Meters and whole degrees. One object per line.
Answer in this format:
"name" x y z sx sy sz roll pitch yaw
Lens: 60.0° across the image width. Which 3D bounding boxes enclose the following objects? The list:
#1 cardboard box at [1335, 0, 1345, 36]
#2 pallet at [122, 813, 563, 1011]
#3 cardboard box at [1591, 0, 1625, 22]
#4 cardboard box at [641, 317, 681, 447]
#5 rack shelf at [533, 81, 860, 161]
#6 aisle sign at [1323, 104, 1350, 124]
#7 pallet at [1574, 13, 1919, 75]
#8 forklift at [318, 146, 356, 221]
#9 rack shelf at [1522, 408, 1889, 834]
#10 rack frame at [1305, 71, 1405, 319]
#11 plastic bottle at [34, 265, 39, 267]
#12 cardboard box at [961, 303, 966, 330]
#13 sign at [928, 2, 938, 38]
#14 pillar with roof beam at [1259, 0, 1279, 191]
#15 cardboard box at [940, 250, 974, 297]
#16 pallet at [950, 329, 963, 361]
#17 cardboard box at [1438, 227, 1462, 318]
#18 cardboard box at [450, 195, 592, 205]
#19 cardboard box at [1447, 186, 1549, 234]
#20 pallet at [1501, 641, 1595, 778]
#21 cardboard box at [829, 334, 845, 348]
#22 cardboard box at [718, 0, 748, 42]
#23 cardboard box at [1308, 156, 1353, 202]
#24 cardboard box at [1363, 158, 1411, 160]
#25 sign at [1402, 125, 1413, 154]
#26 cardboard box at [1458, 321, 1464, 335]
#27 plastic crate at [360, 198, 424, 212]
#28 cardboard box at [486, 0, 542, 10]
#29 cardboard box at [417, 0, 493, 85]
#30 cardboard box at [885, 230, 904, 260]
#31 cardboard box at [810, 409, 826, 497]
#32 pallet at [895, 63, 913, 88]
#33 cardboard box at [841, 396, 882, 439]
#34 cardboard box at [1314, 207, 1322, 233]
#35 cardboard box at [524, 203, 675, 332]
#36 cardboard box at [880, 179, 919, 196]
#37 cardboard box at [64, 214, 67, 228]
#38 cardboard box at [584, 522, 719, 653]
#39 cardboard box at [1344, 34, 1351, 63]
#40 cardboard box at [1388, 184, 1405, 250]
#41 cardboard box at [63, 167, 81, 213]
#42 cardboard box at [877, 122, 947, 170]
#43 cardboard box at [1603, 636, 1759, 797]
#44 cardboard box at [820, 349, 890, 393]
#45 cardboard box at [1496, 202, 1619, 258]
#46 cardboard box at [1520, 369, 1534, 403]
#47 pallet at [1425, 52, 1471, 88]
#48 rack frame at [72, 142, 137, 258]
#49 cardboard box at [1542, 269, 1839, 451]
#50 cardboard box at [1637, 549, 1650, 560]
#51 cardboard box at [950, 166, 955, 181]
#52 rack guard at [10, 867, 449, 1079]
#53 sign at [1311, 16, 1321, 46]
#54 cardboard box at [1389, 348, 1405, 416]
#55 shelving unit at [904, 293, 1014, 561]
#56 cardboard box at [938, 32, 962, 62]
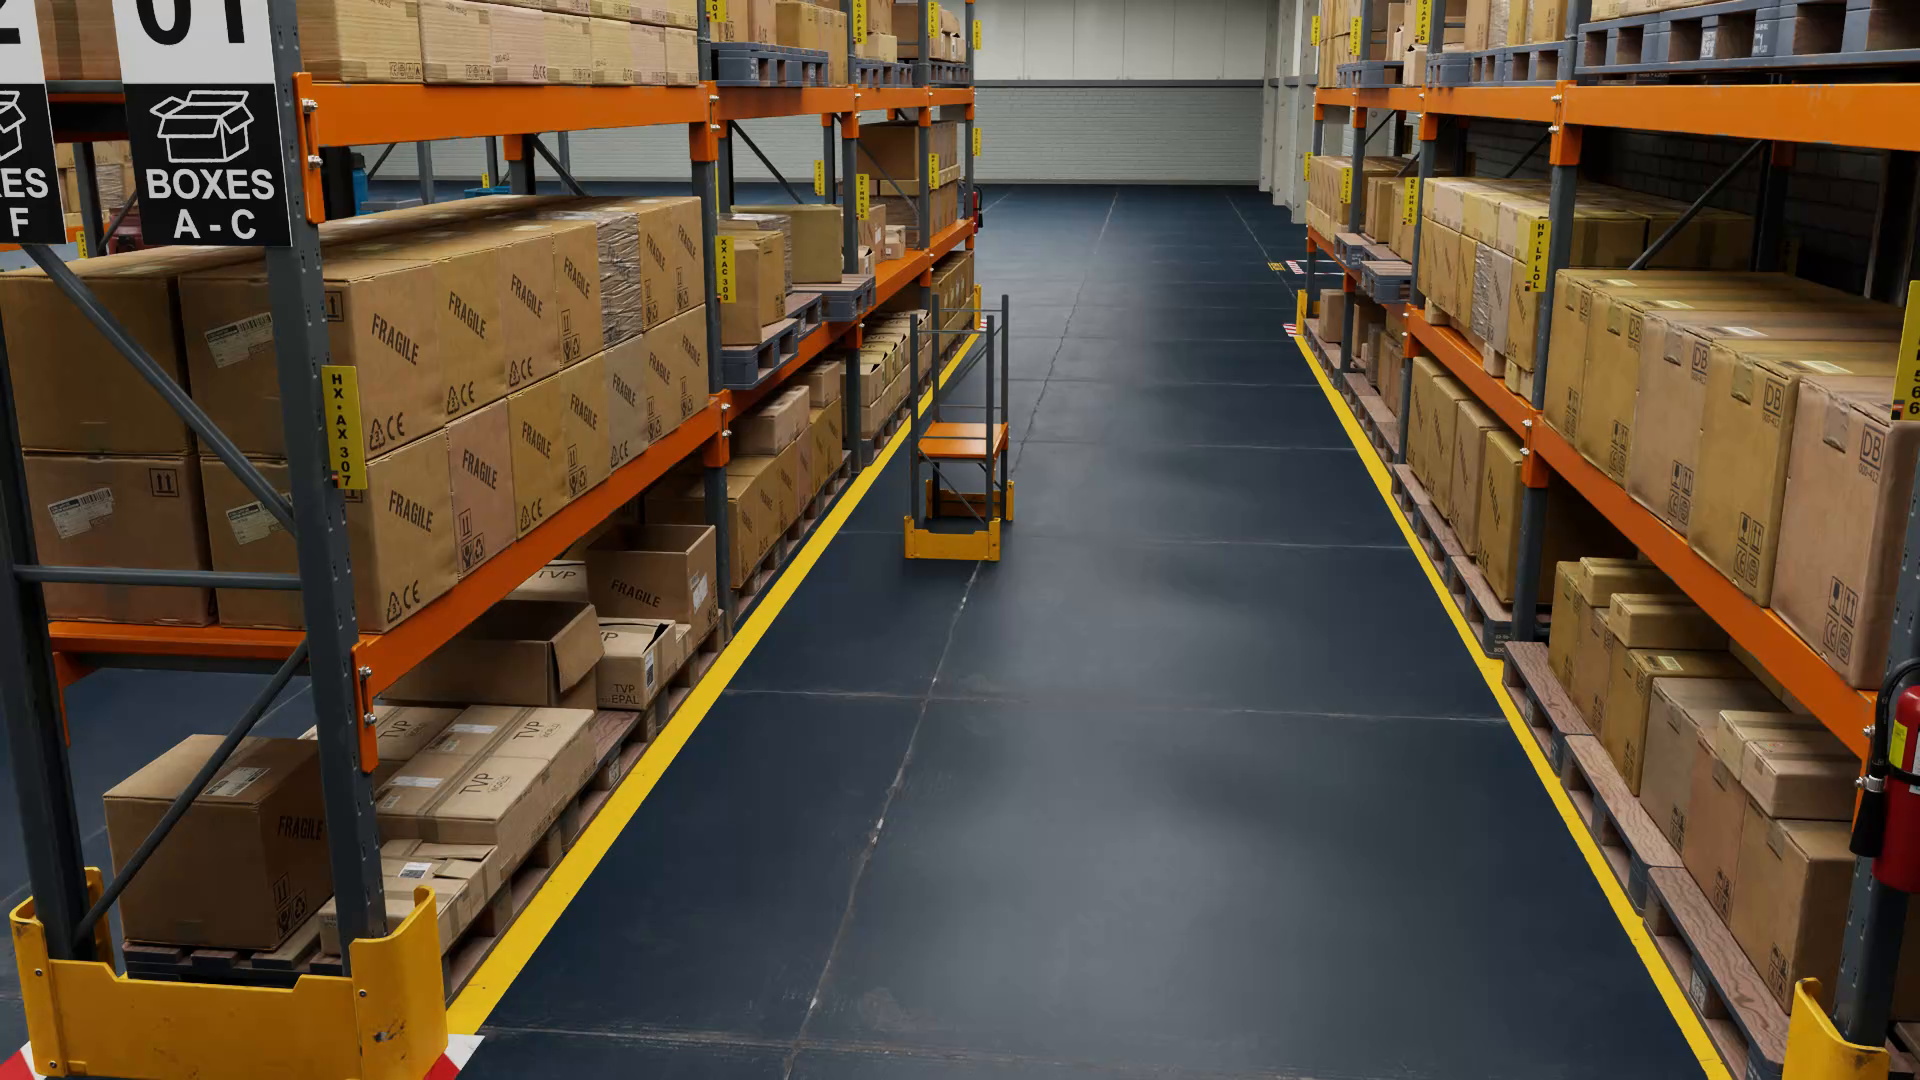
"cardboard box" 4.015 -5.262 16.483 0.500 0.500 0.500 1 15 4
"pallet" -2.050 1.230 5.709 1.003 0.211 1.213 2 15 6
"cardboard box" 2.886 -2.237 6.734 0.500 0.250 0.500 2 15 6
"cardboard box" -1.555 -0.704 7.329 0.500 0.500 0.500 2 15 8
"rack shelf" -1.471 -2.547 9.965 1.077 0.370 4.000 2 15 6
"aisle sign" 4.290 -5.177 19.081 0.394 0.787 0.004 2 15 6
"pallet" 3.123 -1.976 6.645 1.003 0.211 1.213 2 15 6
"forklift" -4.518 -1.574 10.868 1.130 2.935 3.031 -8 17 -29
"rack shelf" 3.000 0.084 5.984 1.077 0.370 4.000 2 15 6
"rack frame" 4.580 -3.895 19.318 1.000 3.000 0.127 2 15 6
"plastic bottle" -6.589 -1.829 11.917 0.152 0.276 0.135 2 15 6
"cardboard box" -0.209 -2.507 18.651 0.500 0.250 0.500 2 15 6
"sign" -0.254 -4.838 15.468 0.100 0.325 0.005 2 15 6
"pillar with roof beam" 4.468 -14.491 47.014 9.100 9.000 0.400 2 15 6
"cardboard box" -0.108 -3.129 19.514 0.500 0.500 0.500 2 15 6
"pallet" -0.528 -2.178 18.313 1.003 0.211 1.213 2 15 6
"cardboard box" 3.243 -1.639 10.175 0.500 0.500 0.500 2 15 6
"cardboard box" -2.029 -1.344 7.780 0.500 0.500 0.500 2 15 8
"cardboard box" 3.257 -2.004 10.090 0.500 0.250 0.500 2 15 7
"pallet" 3.062 0.759 7.452 1.003 0.211 1.213 2 15 6
"cardboard box" -1.260 -1.650 14.405 0.500 0.311 0.500 2 15 8
"cardboard box" -1.514 -2.977 8.991 0.600 0.600 0.600 2 15 6
"cardboard box" 4.227 -4.079 18.812 0.500 0.500 0.500 2 15 6
"cardboard box" 4.671 -3.935 18.280 0.500 0.500 0.500 2 15 7
"sign" 5.129 -4.584 19.046 0.100 0.325 0.005 2 15 6
"cardboard box" 3.332 -1.362 10.394 0.380 0.149 0.250 2 15 7
"plastic crate" -5.466 -3.045 16.055 0.402 0.464 0.583 2 15 6
"cardboard box" -1.718 -1.892 5.494 0.500 0.250 0.500 2 15 6
"cardboard box" -1.768 -1.520 5.079 0.500 0.250 0.500 2 15 6
"cardboard box" -0.711 -2.704 15.172 0.396 0.266 0.258 1 15 5
"cardboard box" -1.176 -0.587 11.031 0.500 0.500 0.500 1 15 4
"pallet" -0.881 -4.129 14.804 0.805 0.209 1.217 1 15 4
"cardboard box" -0.894 -0.967 12.956 0.500 0.250 0.500 2 15 6
"cardboard box" 4.101 -3.448 17.914 0.500 0.250 0.500 1 15 5
"cardboard box" -1.552 -1.186 7.196 0.500 0.500 0.500 1 15 5
"cardboard box" -0.571 -3.427 16.157 0.380 0.149 0.250 2 15 6
"cardboard box" -10.197 -3.545 18.508 0.380 0.149 0.250 2 15 6
"cardboard box" -1.479 0.223 8.036 0.500 0.500 0.500 2 15 6
"cardboard box" 4.010 -4.632 16.069 0.500 0.500 0.500 0 15 2
"cardboard box" 3.924 -2.670 13.757 0.700 0.500 0.500 4 16 14
"cardboard box" -10.379 -3.991 18.915 0.875 0.500 0.500 2 15 6
"cardboard box" -0.524 -4.312 18.186 0.700 0.500 0.500 2 15 6
"cardboard box" 2.919 0.676 6.400 0.700 0.500 0.500 2 15 8
"cardboard box" -0.844 -1.374 13.387 0.500 0.311 0.500 1 15 5
"cardboard box" 3.092 -1.607 8.621 0.500 0.250 0.500 2 15 7
"cardboard box" 2.983 -0.767 8.194 0.380 0.149 0.250 2 15 7
"pallet" 3.657 -3.008 10.655 1.213 0.211 1.003 2 15 9
"rack frame" -6.167 -2.111 12.724 1.000 3.000 0.127 2 15 6
"cardboard box" 3.148 -0.787 7.251 0.980 0.700 0.700 2 15 7
"cardboard box" 3.253 0.068 7.406 0.380 0.149 0.250 2 15 6
"cardboard box" -0.253 -4.162 18.873 0.380 0.149 0.250 1 15 5
"rack guard" -2.139 1.297 4.907 1.175 0.500 0.348 2 15 6
"sign" 4.041 -5.780 18.872 0.100 0.325 0.005 2 15 6
"cardboard box" 3.908 -1.274 13.571 0.700 0.500 0.500 2 15 6
"shelving unit" 0.009 -0.744 10.539 0.587 1.500 1.083 2 15 6
"cardboard box" -0.273 -5.264 17.735 0.500 0.311 0.500 4 16 13
